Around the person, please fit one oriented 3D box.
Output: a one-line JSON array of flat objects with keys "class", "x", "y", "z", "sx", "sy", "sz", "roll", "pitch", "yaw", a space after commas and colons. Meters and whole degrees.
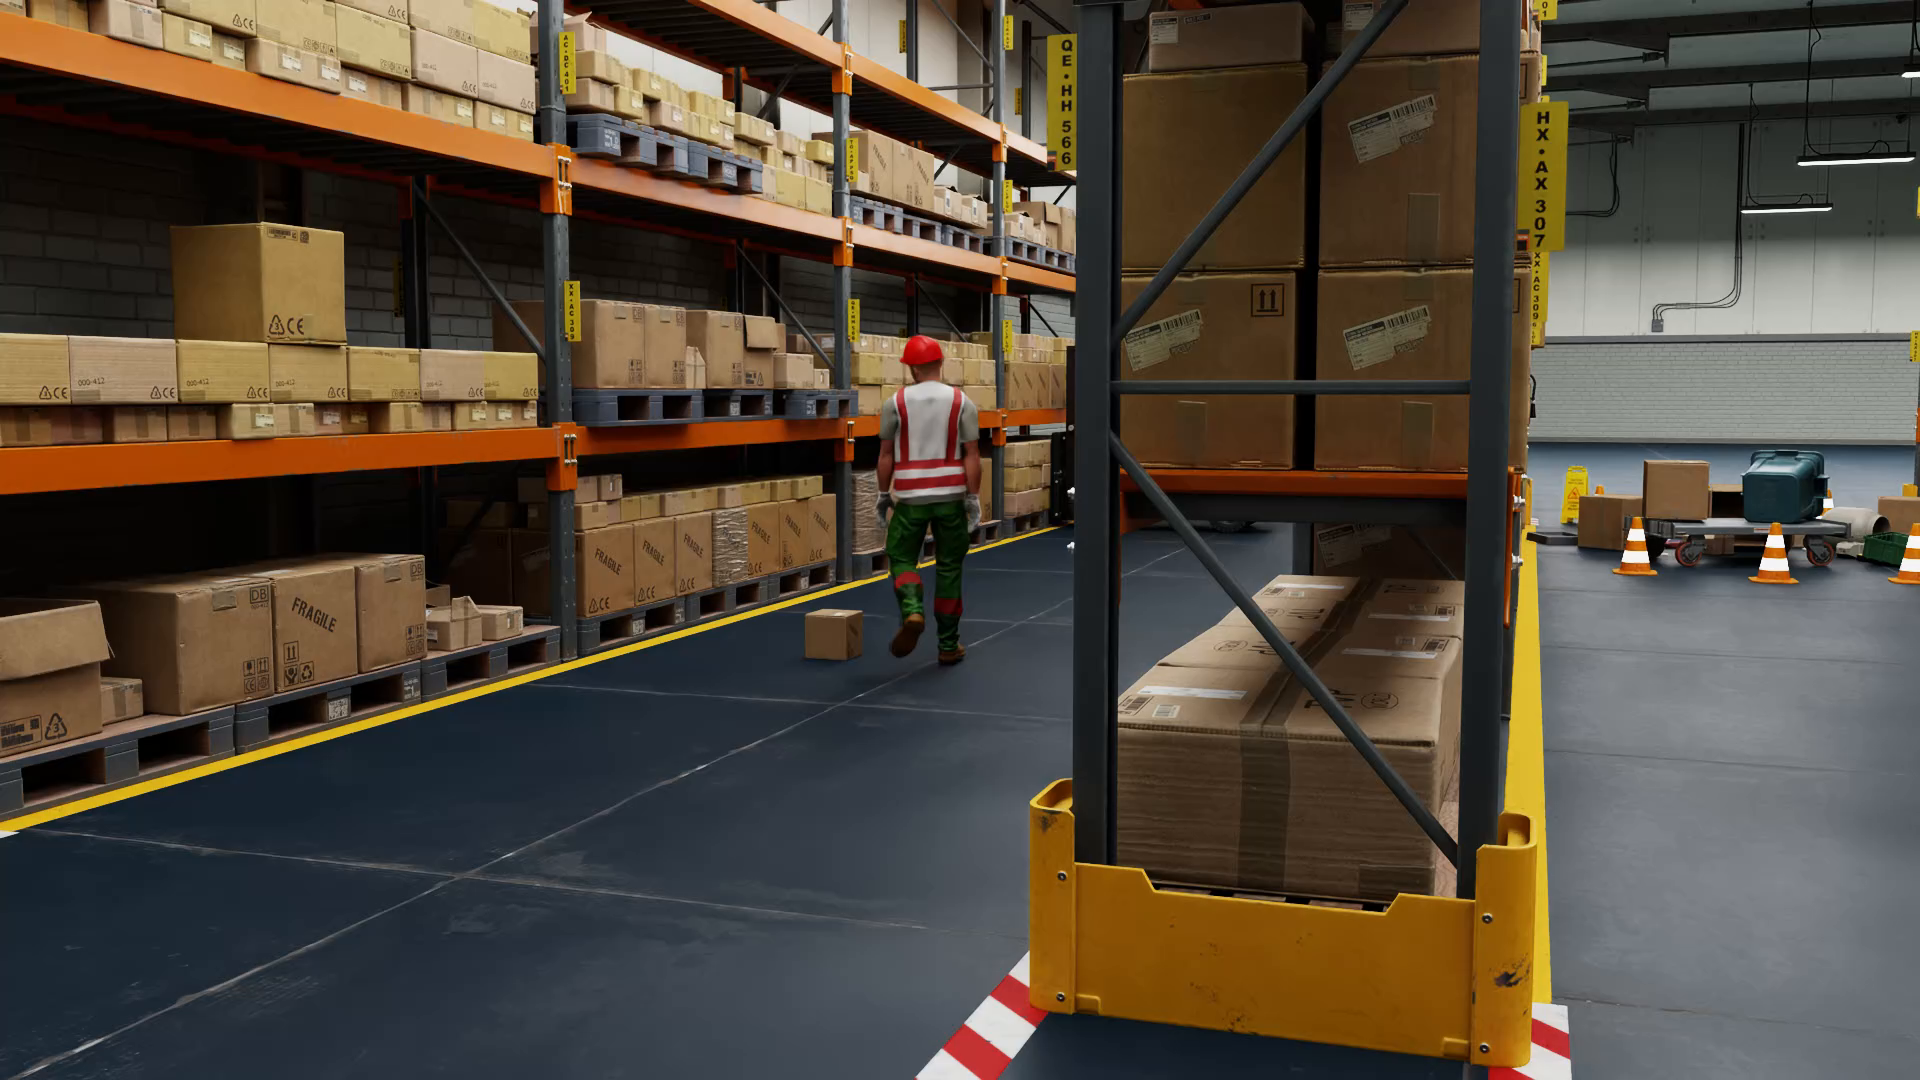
[{"class": "person", "x": -0.173, "y": -0.221, "z": 9.199, "sx": 0.632, "sy": 1.787, "sz": 0.632, "roll": 5, "pitch": 7, "yaw": 44}]
